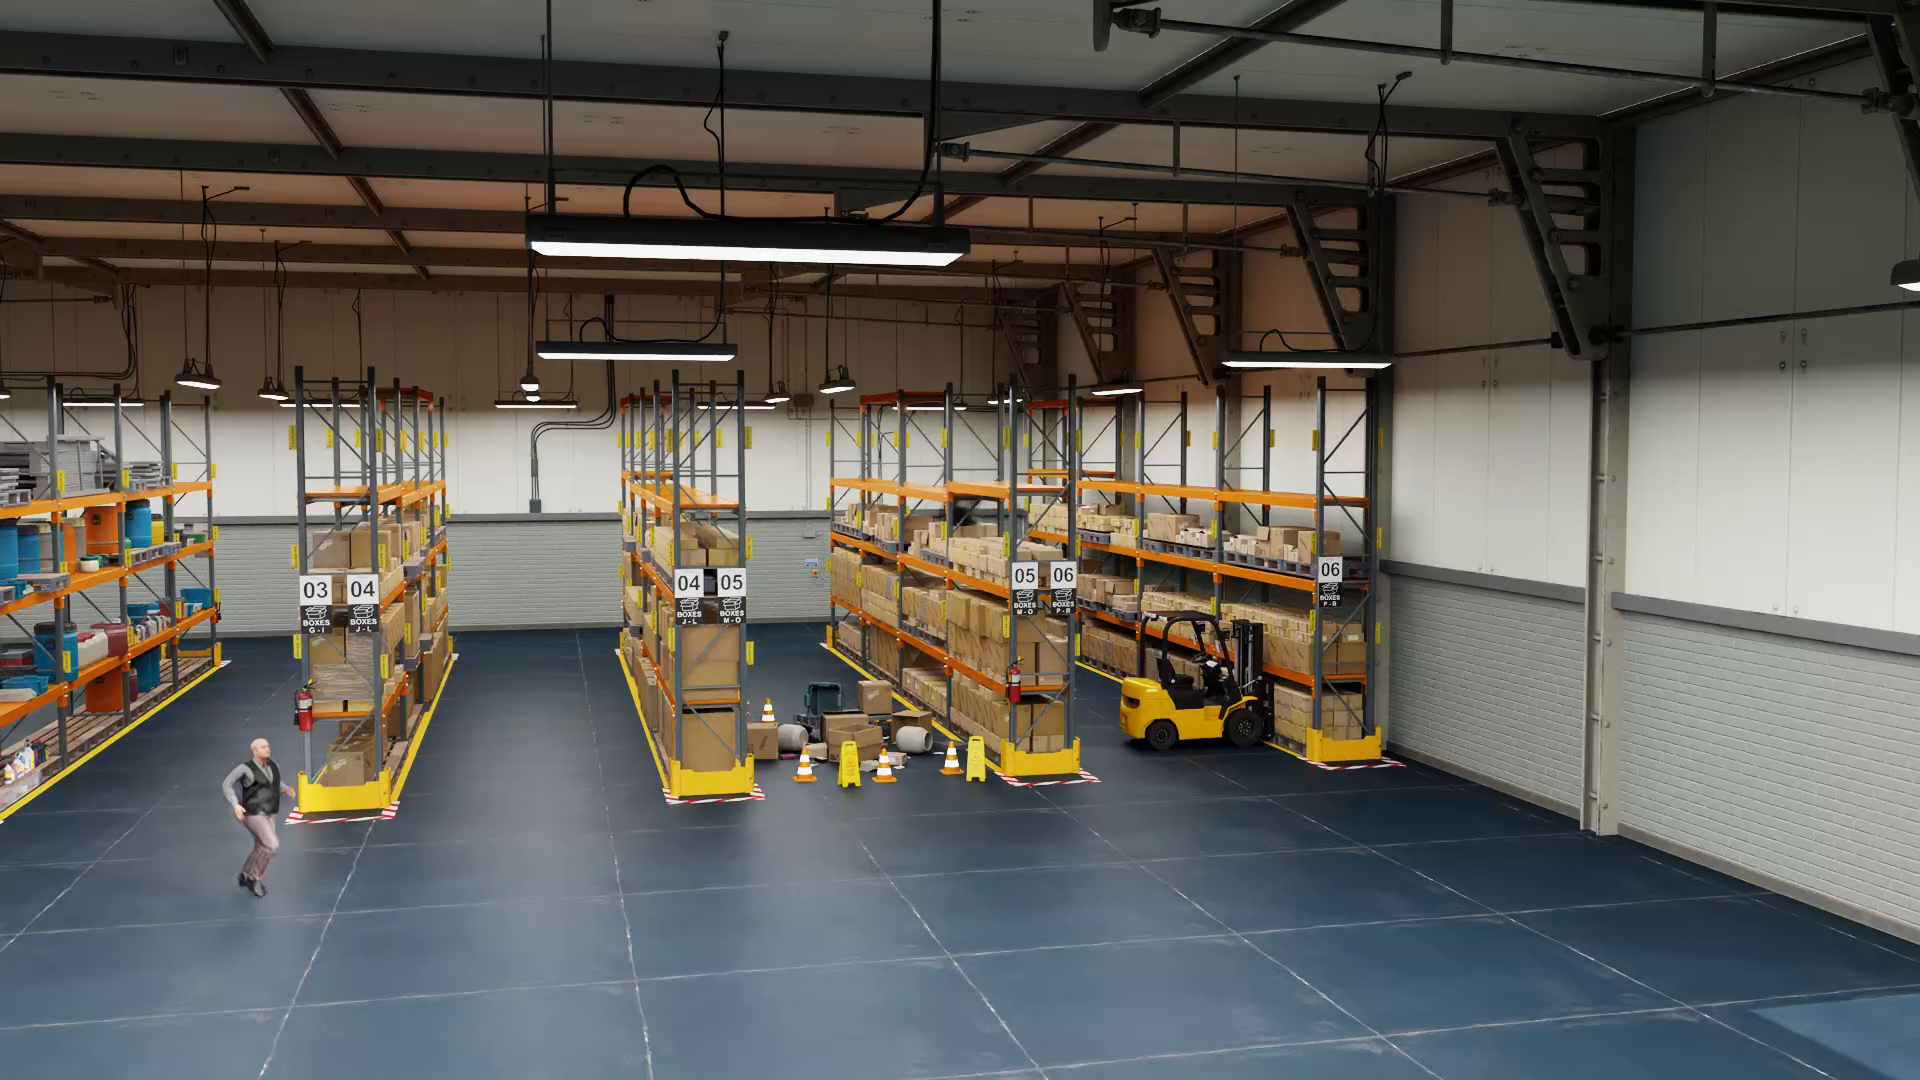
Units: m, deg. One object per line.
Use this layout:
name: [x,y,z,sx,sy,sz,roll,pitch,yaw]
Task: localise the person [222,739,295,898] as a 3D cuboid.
person: [-7.704,3.060,18.378,0.717,1.738,0.652,1,4,16]
